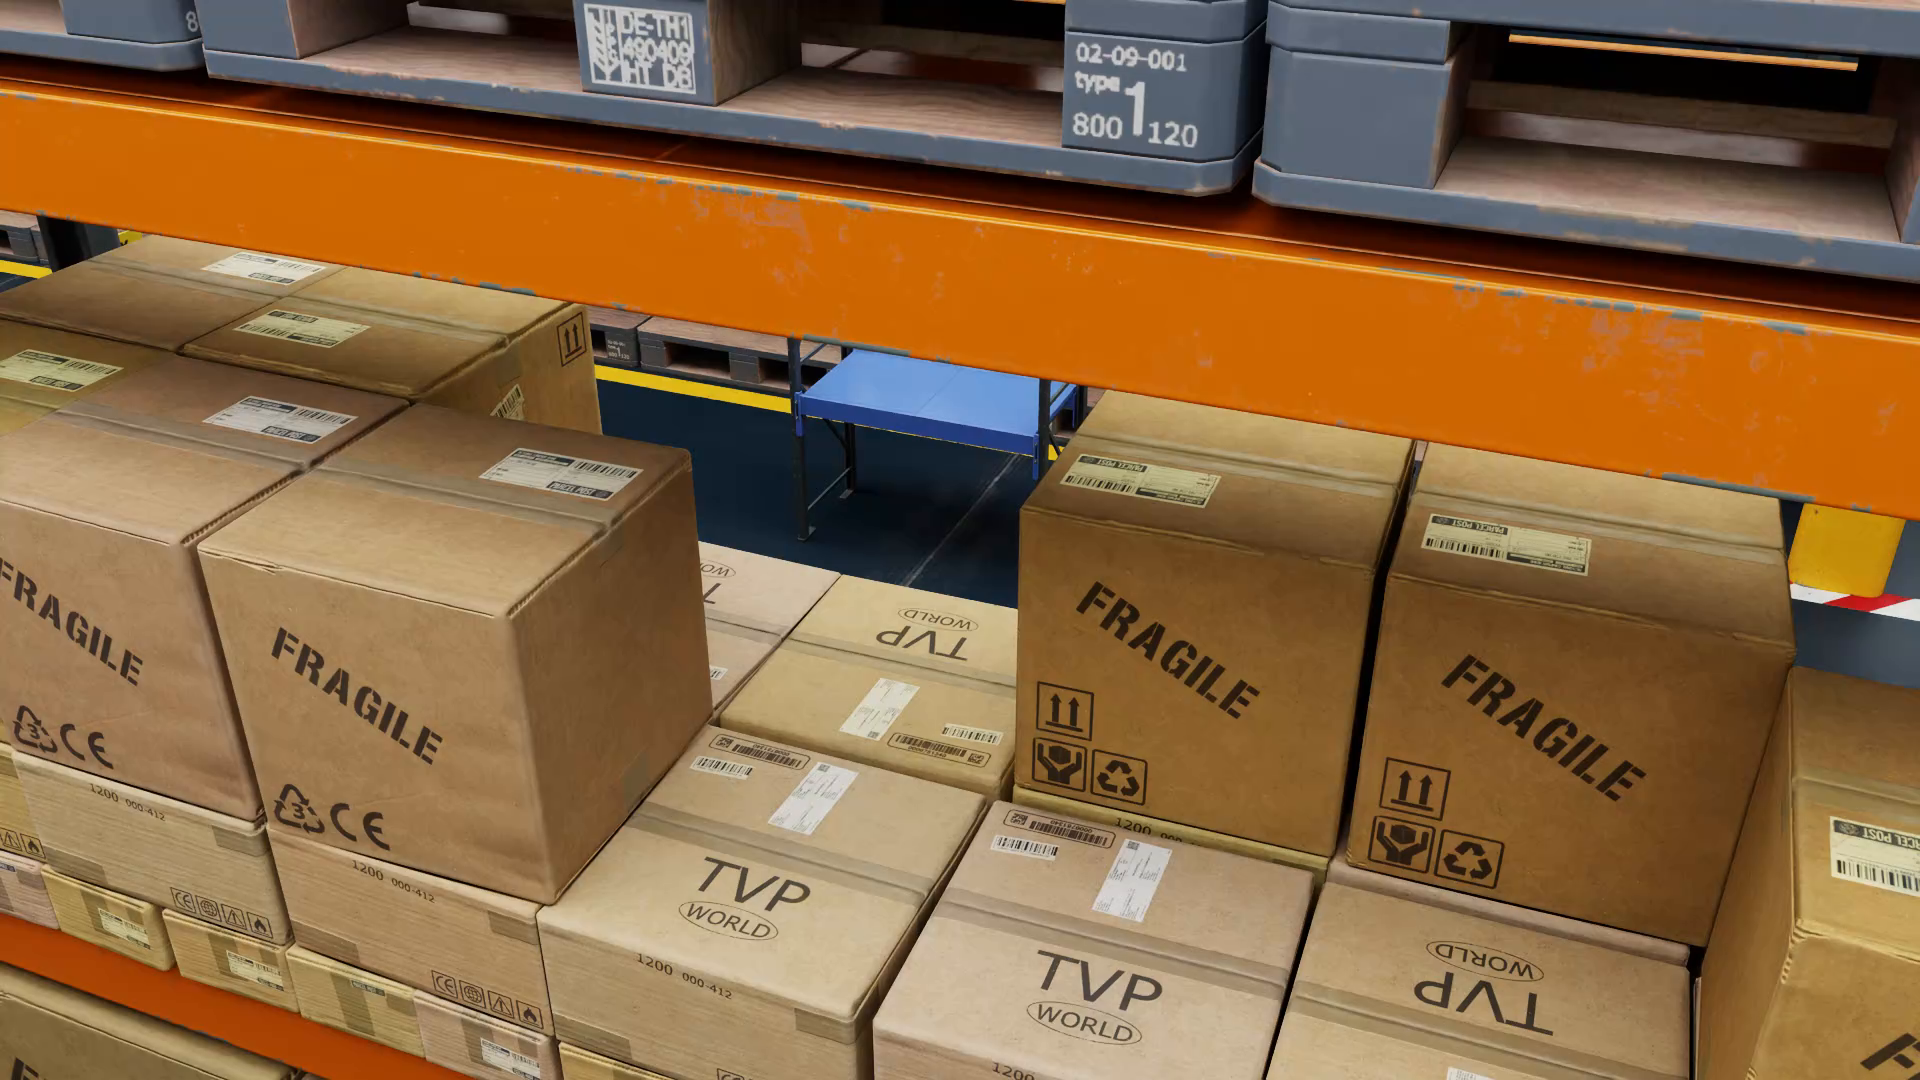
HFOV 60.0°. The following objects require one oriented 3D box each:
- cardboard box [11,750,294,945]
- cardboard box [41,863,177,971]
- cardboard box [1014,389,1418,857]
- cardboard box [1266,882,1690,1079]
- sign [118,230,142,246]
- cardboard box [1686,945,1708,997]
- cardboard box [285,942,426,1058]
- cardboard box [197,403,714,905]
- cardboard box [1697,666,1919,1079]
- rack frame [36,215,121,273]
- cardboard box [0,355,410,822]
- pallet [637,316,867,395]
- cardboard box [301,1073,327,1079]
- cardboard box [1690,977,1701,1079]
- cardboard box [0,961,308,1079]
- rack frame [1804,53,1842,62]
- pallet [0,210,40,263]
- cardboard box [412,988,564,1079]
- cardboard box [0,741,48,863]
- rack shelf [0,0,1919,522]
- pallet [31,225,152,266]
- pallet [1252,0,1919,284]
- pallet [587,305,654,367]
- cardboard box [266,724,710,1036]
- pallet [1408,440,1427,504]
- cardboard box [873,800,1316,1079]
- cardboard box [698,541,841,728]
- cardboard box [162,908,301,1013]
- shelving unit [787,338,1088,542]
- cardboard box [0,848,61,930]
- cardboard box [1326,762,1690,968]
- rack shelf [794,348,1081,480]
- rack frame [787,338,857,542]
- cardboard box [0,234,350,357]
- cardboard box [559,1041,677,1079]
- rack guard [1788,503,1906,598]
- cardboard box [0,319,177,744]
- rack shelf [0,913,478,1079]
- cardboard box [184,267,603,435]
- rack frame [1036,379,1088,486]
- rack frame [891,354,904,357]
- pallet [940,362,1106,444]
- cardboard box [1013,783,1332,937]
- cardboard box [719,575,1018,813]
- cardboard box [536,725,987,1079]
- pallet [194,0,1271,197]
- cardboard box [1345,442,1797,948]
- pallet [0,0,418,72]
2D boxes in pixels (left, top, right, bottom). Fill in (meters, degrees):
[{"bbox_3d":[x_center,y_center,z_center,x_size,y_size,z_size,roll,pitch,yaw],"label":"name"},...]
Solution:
[{"bbox_3d":[-1.217,0.384,2.873,0.500,0.250,0.500,11,31,19],"label":"cardboard box"},{"bbox_3d":[-1.376,0.560,2.966,0.250,0.149,0.380,12,32,21],"label":"cardboard box"},{"bbox_3d":[0.405,0.099,2.614,0.500,0.500,0.500,10,31,18],"label":"cardboard box"},{"bbox_3d":[0.675,0.760,2.207,0.500,0.250,0.500,11,31,18],"label":"cardboard box"},{"bbox_3d":[-1.806,-0.517,3.657,0.005,0.325,0.100,11,31,19],"label":"sign"},{"bbox_3d":[1.350,0.611,2.470,0.500,0.250,0.500,10,31,18],"label":"cardboard box"},{"bbox_3d":[-0.895,0.655,2.798,0.250,0.149,0.380,11,31,18],"label":"cardboard box"},{"bbox_3d":[-0.728,0.151,2.523,0.500,0.500,0.500,10,31,18],"label":"cardboard box"},{"bbox_3d":[1.143,0.526,1.859,0.500,0.500,0.500,12,32,20],"label":"cardboard box"},{"bbox_3d":[-2.013,0.147,3.441,0.127,3.000,1.000,11,31,19],"label":"rack frame"},{"bbox_3d":[-1.212,0.056,2.690,0.500,0.500,0.500,11,31,19],"label":"cardboard box"},{"bbox_3d":[-0.850,-1.059,8.409,1.213,0.211,1.003,11,31,19],"label":"pallet"},{"bbox_3d":[-0.598,1.214,3.285,0.875,0.875,0.875,11,31,19],"label":"cardboard box"},{"bbox_3d":[1.145,0.854,2.040,0.500,0.250,0.500,11,31,18],"label":"cardboard box"},{"bbox_3d":[-1.431,1.048,3.580,0.875,0.875,0.875,11,31,19],"label":"cardboard box"},{"bbox_3d":[5.422,-3.629,10.122,0.127,3.000,1.000,11,31,19],"label":"rack frame"},{"bbox_3d":[-5.687,-2.025,10.117,1.213,0.211,1.003,11,31,19],"label":"pallet"},{"bbox_3d":[-0.663,0.703,2.714,0.250,0.149,0.380,12,32,20],"label":"cardboard box"},{"bbox_3d":[-1.676,0.289,3.040,0.500,0.250,0.500,11,31,18],"label":"cardboard box"},{"bbox_3d":[-0.160,-0.475,2.225,4.000,0.370,1.077,11,31,19],"label":"rack shelf"},{"bbox_3d":[-4.561,-1.798,9.717,1.213,0.211,1.003,11,31,19],"label":"pallet"},{"bbox_3d":[1.002,-0.512,1.650,1.213,0.211,1.003,11,31,19],"label":"pallet"},{"bbox_3d":[-1.985,-1.284,8.807,1.213,0.211,1.003,11,31,19],"label":"pallet"},{"bbox_3d":[-0.735,0.477,2.708,0.500,0.250,0.500,12,32,20],"label":"cardboard box"},{"bbox_3d":[1.680,-0.554,7.515,1.213,0.211,1.003,11,31,19],"label":"pallet"},{"bbox_3d":[0.203,0.666,2.373,0.500,0.250,0.500,10,31,17],"label":"cardboard box"},{"bbox_3d":[-0.552,0.234,3.138,0.500,0.250,0.500,12,32,20],"label":"cardboard box"},{"bbox_3d":[-1.132,0.608,2.881,0.250,0.149,0.380,10,31,18],"label":"cardboard box"},{"bbox_3d":[-0.079,-0.669,6.409,1.048,1.500,0.538,11,31,19],"label":"shelving unit"},{"bbox_3d":[-1.621,0.512,3.052,0.250,0.149,0.380,10,31,17],"label":"cardboard box"},{"bbox_3d":[0.866,0.518,2.635,0.500,0.250,0.500,11,31,19],"label":"cardboard box"},{"bbox_3d":[-0.079,-0.512,6.497,1.000,0.185,0.538,11,31,19],"label":"rack shelf"},{"bbox_3d":[-0.550,-0.763,6.575,0.032,1.500,0.500,11,31,19],"label":"rack frame"},{"bbox_3d":[-1.486,-0.280,3.286,0.500,0.500,0.500,12,32,21],"label":"cardboard box"},{"bbox_3d":[-0.419,0.751,2.629,0.250,0.149,0.380,10,31,18],"label":"cardboard box"},{"bbox_3d":[3.583,-0.284,6.745,0.348,0.500,1.175,11,31,19],"label":"rack guard"},{"bbox_3d":[-1.665,-0.038,2.857,0.500,0.500,0.500,11,31,19],"label":"cardboard box"},{"bbox_3d":[-0.160,0.830,2.964,4.000,0.370,1.077,11,31,19],"label":"rack shelf"},{"bbox_3d":[-1.024,-0.186,3.118,0.500,0.500,0.500,12,31,20],"label":"cardboard box"},{"bbox_3d":[0.392,-0.575,6.242,0.032,1.500,0.500,11,31,19],"label":"rack frame"},{"bbox_3d":[-0.151,-2.111,7.437,0.127,3.000,1.000,11,31,19],"label":"rack frame"},{"bbox_3d":[0.545,-0.779,7.913,1.213,0.211,1.003,11,31,19],"label":"pallet"},{"bbox_3d":[0.402,0.423,2.803,0.500,0.250,0.500,10,31,17],"label":"cardboard box"},{"bbox_3d":[-0.084,0.329,2.969,0.500,0.250,0.500,11,31,18],"label":"cardboard box"},{"bbox_3d":[-0.281,0.572,2.540,0.500,0.250,0.500,11,31,19],"label":"cardboard box"},{"bbox_3d":[-0.132,-0.737,2.048,1.213,0.211,1.003,11,31,19],"label":"pallet"},{"bbox_3d":[0.887,0.192,2.450,0.500,0.500,0.500,11,31,18],"label":"cardboard box"},{"bbox_3d":[-1.259,-0.964,2.449,1.213,0.211,1.003,11,31,19],"label":"pallet"}]
